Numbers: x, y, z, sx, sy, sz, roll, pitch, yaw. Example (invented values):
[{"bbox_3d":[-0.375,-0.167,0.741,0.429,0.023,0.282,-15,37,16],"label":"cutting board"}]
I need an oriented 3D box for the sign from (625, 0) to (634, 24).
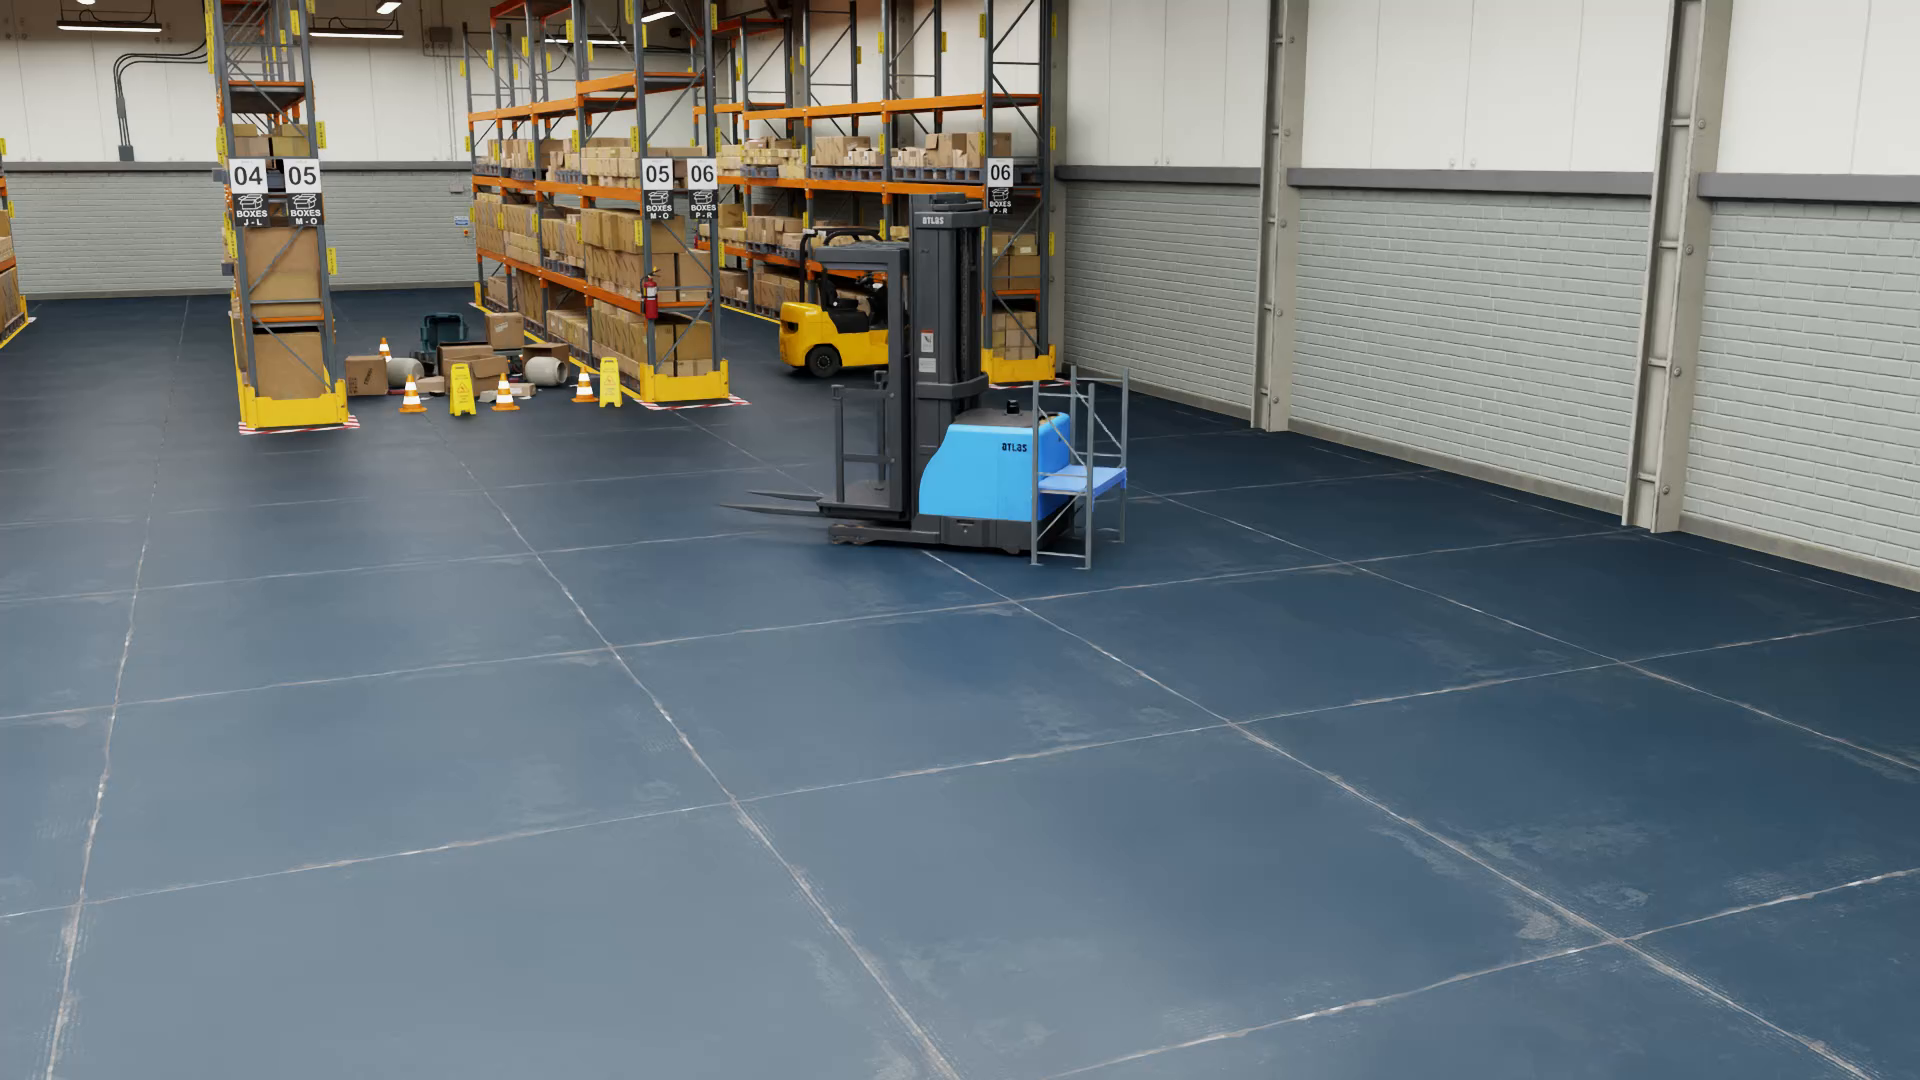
[{"bbox_3d":[-4.242,-6.790,21.328,0.100,0.325,0.005,-6,14,-23],"label":"sign"}]

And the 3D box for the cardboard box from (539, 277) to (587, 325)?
[{"bbox_3d":[-7.131,-4.353,30.308,0.875,0.875,0.875,-6,14,-23],"label":"cardboard box"}]

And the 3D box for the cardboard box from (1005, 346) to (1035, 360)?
[{"bbox_3d":[0.803,-2.814,25.043,0.500,0.250,0.500,-6,14,-23],"label":"cardboard box"}]

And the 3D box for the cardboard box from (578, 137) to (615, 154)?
[{"bbox_3d":[-5.677,-6.152,25.939,0.500,0.250,0.500,-5,14,-22],"label":"cardboard box"}]

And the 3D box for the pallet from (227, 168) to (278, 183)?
[{"bbox_3d":[-9.505,-4.988,22.812,1.003,0.211,1.213,-6,14,-23],"label":"pallet"}]

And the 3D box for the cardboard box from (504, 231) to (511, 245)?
[{"bbox_3d":[-8.615,-5.914,32.495,0.500,0.250,0.500,-6,14,-25],"label":"cardboard box"}]

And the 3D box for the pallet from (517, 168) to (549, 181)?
[{"bbox_3d":[-7.237,-6.531,29.704,1.213,0.211,1.003,-5,14,-20],"label":"pallet"}]

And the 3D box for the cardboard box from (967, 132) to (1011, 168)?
[{"bbox_3d":[0.420,-5.663,24.158,0.500,0.500,0.500,-5,14,-21],"label":"cardboard box"}]

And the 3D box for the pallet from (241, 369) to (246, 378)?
[{"bbox_3d":[-10.201,-2.533,24.848,1.003,0.211,1.213,-6,14,-23],"label":"pallet"}]

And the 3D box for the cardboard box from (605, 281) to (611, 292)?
[{"bbox_3d":[-4.992,-3.726,24.373,0.380,0.149,0.250,-6,14,-23],"label":"cardboard box"}]

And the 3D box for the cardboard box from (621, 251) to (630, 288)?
[{"bbox_3d":[-4.392,-3.766,23.106,0.500,0.500,0.500,-6,14,-23],"label":"cardboard box"}]

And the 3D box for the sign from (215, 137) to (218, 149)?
[{"bbox_3d":[-15.127,-8.057,33.938,0.100,0.325,0.005,-6,14,-23],"label":"sign"}]

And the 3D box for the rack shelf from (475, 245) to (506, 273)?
[{"bbox_3d":[-9.334,-5.923,34.904,1.077,0.370,4.000,-6,14,-23],"label":"rack shelf"}]

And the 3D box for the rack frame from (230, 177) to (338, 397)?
[{"bbox_3d":[-8.221,-2.913,20.304,1.000,3.000,0.127,-6,14,-23],"label":"rack frame"}]

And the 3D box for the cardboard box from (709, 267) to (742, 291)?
[{"bbox_3d":[-5.430,-5.989,38.200,0.797,0.503,0.637,-6,14,-25],"label":"cardboard box"}]

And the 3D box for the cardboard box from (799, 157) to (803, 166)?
[{"bbox_3d":[-2.832,-7.172,31.503,0.380,0.149,0.250,-6,14,-24],"label":"cardboard box"}]

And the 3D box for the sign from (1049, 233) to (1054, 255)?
[{"bbox_3d":[1.332,-4.339,24.371,0.100,0.325,0.005,-6,14,-23],"label":"sign"}]

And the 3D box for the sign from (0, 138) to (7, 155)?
[{"bbox_3d":[-18.712,-7.692,32.511,0.100,0.325,0.005,-6,14,-23],"label":"sign"}]

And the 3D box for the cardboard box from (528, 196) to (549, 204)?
[{"bbox_3d":[-8.421,-6.801,33.223,0.380,0.149,0.250,-6,14,-24],"label":"cardboard box"}]

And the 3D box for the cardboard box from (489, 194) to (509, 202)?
[{"bbox_3d":[-9.514,-7.066,34.371,0.380,0.149,0.250,-6,14,-23],"label":"cardboard box"}]

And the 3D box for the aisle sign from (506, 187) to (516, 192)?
[{"bbox_3d":[-9.880,-7.996,36.500,0.394,0.787,0.004,-6,14,-23],"label":"aisle sign"}]

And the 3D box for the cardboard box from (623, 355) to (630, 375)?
[{"bbox_3d":[-4.496,-2.496,23.670,0.500,0.250,0.500,-6,14,-23],"label":"cardboard box"}]

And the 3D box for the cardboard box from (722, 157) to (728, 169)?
[{"bbox_3d":[-4.821,-8.133,35.878,0.500,0.250,0.500,-5,14,-22],"label":"cardboard box"}]

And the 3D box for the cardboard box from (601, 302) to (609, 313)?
[{"bbox_3d":[-5.136,-3.470,24.776,0.380,0.149,0.250,-5,14,-21],"label":"cardboard box"}]

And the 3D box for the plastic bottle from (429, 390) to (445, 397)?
[{"bbox_3d":[-7.250,-2.028,22.999,0.133,0.061,0.283,-12,18,-42],"label":"plastic bottle"}]

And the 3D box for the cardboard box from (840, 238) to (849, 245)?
[{"bbox_3d":[-1.809,-5.223,29.509,0.500,0.250,0.500,-5,14,-22],"label":"cardboard box"}]

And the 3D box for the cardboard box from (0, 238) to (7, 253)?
[{"bbox_3d":[-18.371,-5.577,31.488,0.500,0.250,0.500,-6,14,-25],"label":"cardboard box"}]

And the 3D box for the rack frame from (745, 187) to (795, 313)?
[{"bbox_3d":[-3.986,-6.309,34.978,1.000,3.000,0.127,-6,14,-23],"label":"rack frame"}]

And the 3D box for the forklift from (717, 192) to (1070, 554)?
[{"bbox_3d":[-0.612,-1.487,14.296,3.031,2.935,1.130,4,14,18],"label":"forklift"}]

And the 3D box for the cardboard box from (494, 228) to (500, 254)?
[{"bbox_3d":[-9.164,-6.087,33.798,0.500,0.500,0.500,-6,14,-24],"label":"cardboard box"}]

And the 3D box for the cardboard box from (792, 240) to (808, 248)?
[{"bbox_3d":[-2.998,-5.666,31.825,0.380,0.149,0.250,-5,14,-22],"label":"cardboard box"}]

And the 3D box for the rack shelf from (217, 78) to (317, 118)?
[{"bbox_3d":[-9.022,-5.704,21.539,1.077,0.370,4.000,-6,14,-23],"label":"rack shelf"}]

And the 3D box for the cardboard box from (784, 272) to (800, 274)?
[{"bbox_3d":[-3.464,-5.508,34.690,0.380,0.149,0.250,-6,14,-23],"label":"cardboard box"}]

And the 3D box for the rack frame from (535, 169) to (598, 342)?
[{"bbox_3d":[-6.930,-5.034,29.467,1.000,3.000,0.127,-6,14,-23],"label":"rack frame"}]

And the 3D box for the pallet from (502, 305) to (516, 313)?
[{"bbox_3d":[-8.766,-4.666,34.061,1.003,0.211,1.213,-6,14,-23],"label":"pallet"}]

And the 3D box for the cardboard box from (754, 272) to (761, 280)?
[{"bbox_3d":[-4.086,-5.514,34.715,0.380,0.149,0.250,-5,14,-20],"label":"cardboard box"}]

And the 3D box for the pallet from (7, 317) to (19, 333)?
[{"bbox_3d":[-18.338,-4.023,31.285,1.003,0.211,1.213,-6,14,-23],"label":"pallet"}]

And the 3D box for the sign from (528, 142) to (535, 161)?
[{"bbox_3d":[-7.442,-6.737,28.852,0.100,0.325,0.005,-6,14,-23],"label":"sign"}]

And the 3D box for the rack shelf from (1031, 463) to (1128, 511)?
[{"bbox_3d":[0.997,-0.444,13.760,0.538,0.185,1.000,5,14,20],"label":"rack shelf"}]

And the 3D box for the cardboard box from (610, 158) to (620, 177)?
[{"bbox_3d":[-4.590,-5.206,23.233,0.500,0.250,0.500,-5,14,-21],"label":"cardboard box"}]

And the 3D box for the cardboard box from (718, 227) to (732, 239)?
[{"bbox_3d":[-5.021,-6.777,36.673,0.500,0.250,0.500,-6,14,-24],"label":"cardboard box"}]

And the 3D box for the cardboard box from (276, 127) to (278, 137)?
[{"bbox_3d":[-8.776,-5.360,21.858,0.380,0.149,0.250,-5,14,-22],"label":"cardboard box"}]

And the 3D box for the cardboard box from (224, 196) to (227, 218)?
[{"bbox_3d":[-14.297,-6.569,33.003,0.500,0.500,0.500,-6,14,-24],"label":"cardboard box"}]

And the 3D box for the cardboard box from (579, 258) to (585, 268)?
[{"bbox_3d":[-5.787,-4.371,26.229,0.380,0.149,0.250,-5,14,-22],"label":"cardboard box"}]

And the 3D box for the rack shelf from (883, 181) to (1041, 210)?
[{"bbox_3d":[0.020,-5.354,25.794,1.077,0.370,4.000,-6,14,-23],"label":"rack shelf"}]

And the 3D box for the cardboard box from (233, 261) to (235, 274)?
[{"bbox_3d":[-11.493,-4.497,26.928,0.500,0.500,0.500,-5,14,-22],"label":"cardboard box"}]

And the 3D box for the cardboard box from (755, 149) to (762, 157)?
[{"bbox_3d":[-3.906,-7.789,33.465,0.380,0.149,0.250,-6,14,-24],"label":"cardboard box"}]

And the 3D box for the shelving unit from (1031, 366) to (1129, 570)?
[{"bbox_3d":[0.997,-0.619,13.719,0.538,1.500,1.048,5,14,20],"label":"shelving unit"}]

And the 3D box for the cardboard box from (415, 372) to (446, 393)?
[{"bbox_3d":[-7.447,-2.219,23.367,0.396,0.266,0.258,-3,13,-13],"label":"cardboard box"}]
